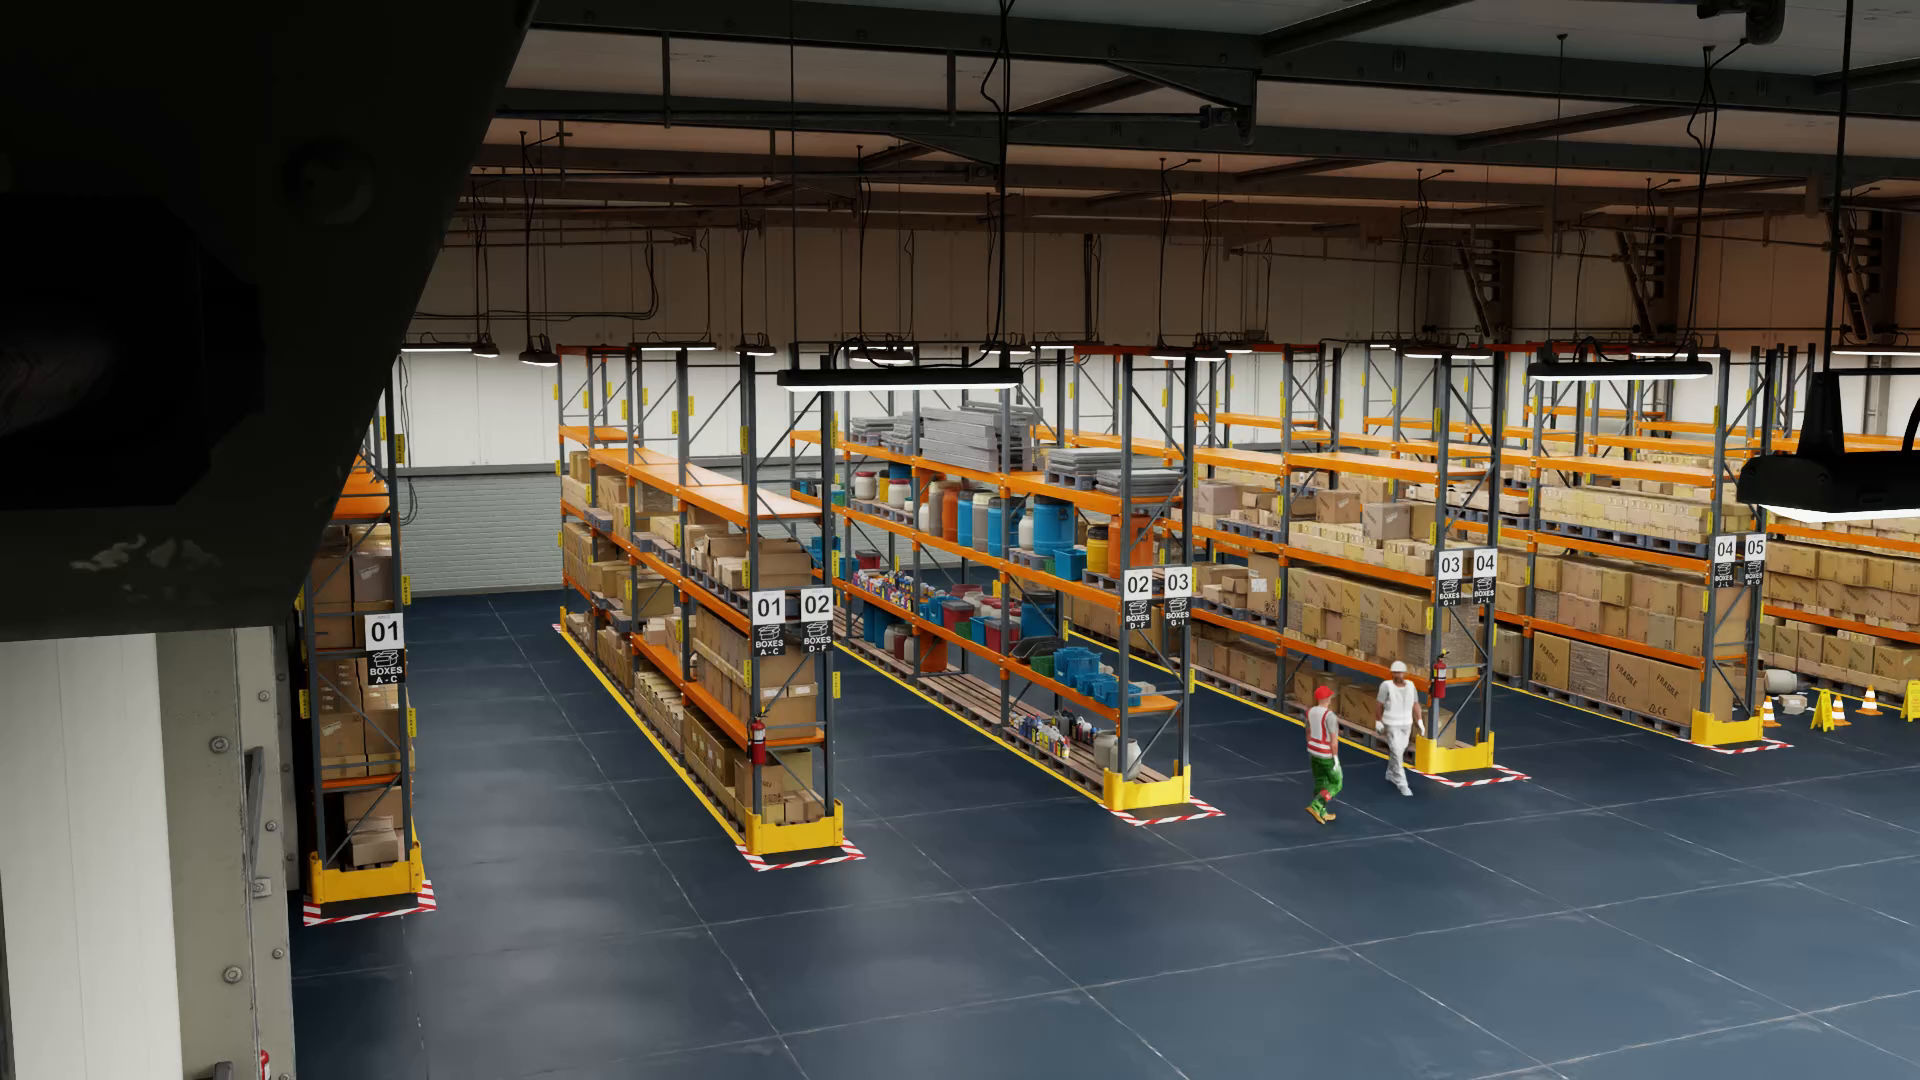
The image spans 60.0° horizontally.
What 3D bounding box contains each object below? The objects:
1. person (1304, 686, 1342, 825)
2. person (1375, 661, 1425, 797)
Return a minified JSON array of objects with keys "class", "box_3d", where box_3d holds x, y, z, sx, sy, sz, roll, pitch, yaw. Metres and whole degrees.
[{"class":"person","box_3d":[4.623,2.743,21.241,0.582,1.785,0.552,-4,9,-31]},{"class":"person","box_3d":[6.062,2.571,22.863,0.571,1.824,0.754,-2,8,-18]}]
